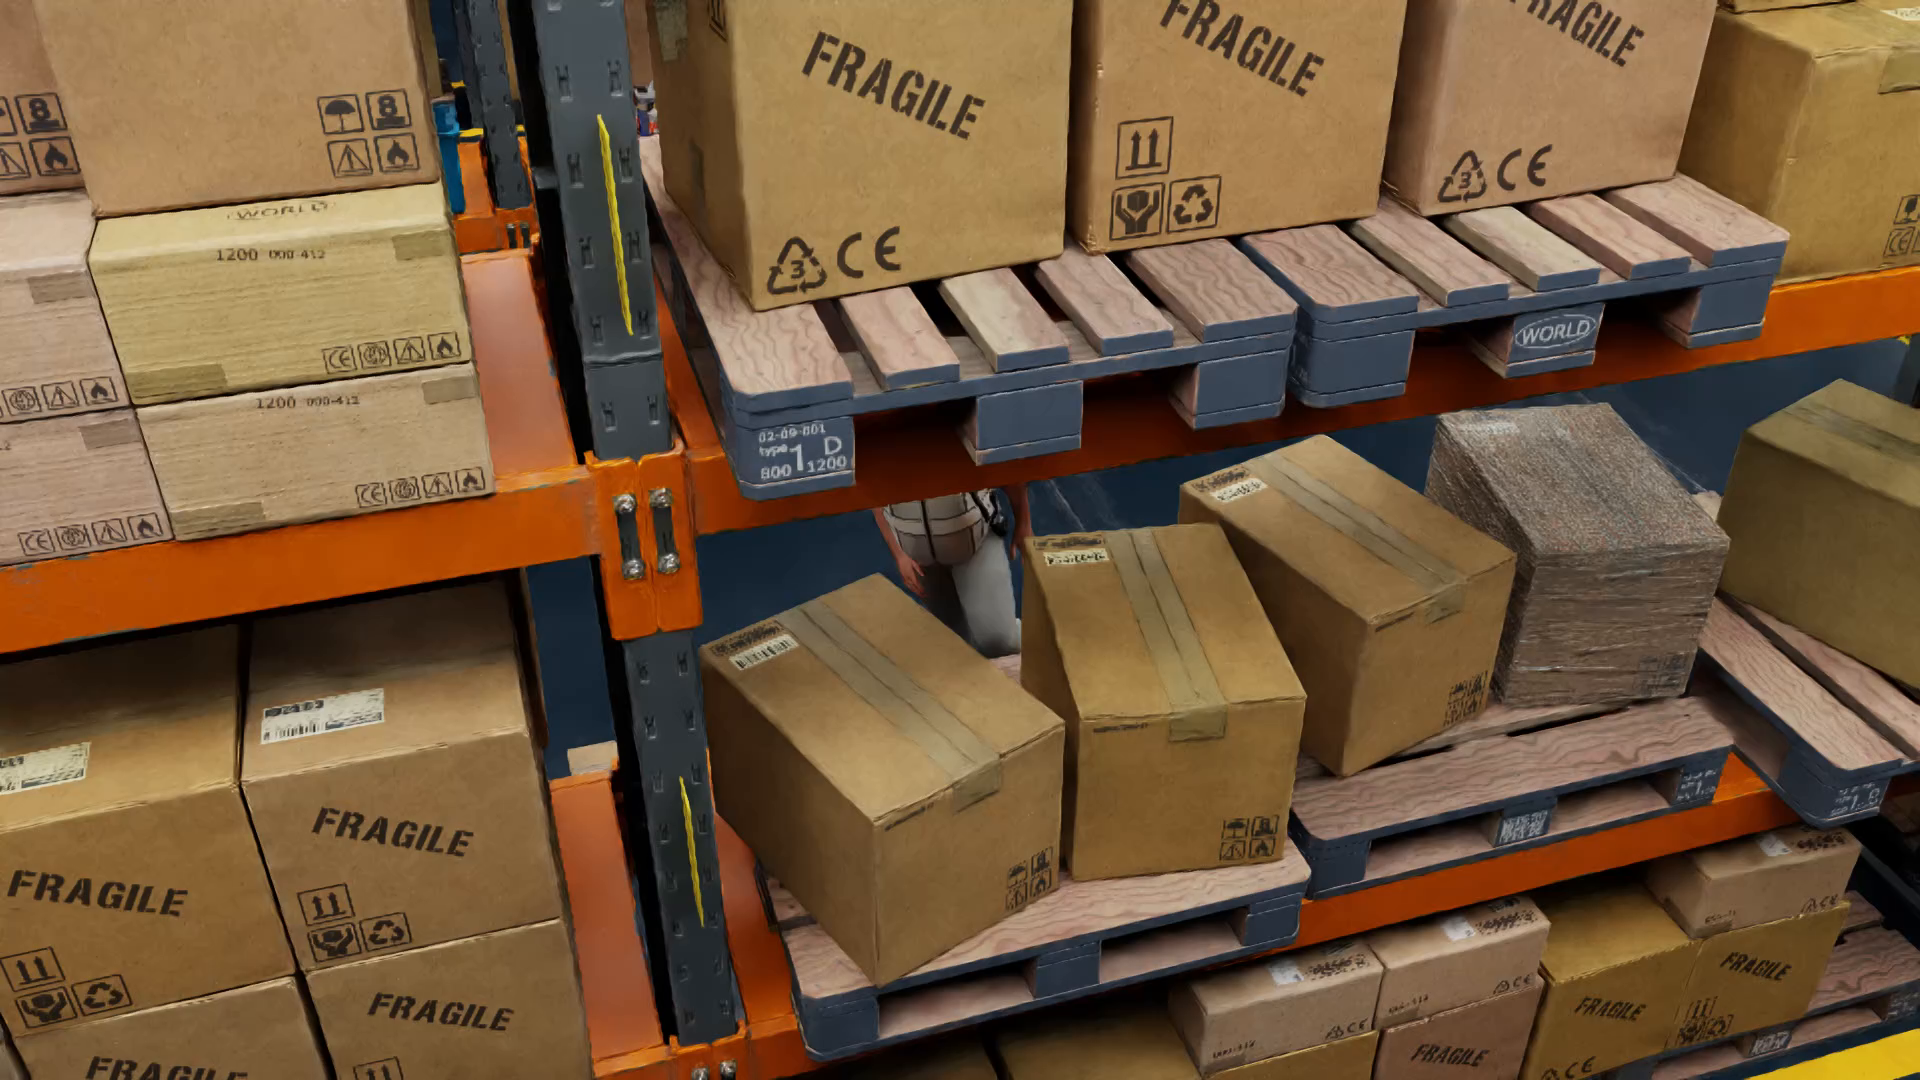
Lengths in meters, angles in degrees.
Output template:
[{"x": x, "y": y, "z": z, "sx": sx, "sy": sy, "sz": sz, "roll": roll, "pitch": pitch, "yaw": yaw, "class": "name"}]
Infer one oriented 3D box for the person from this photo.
[{"x": 0.002, "y": 0.008, "z": 6.125, "sx": 0.752, "sy": 1.709, "sz": 0.487, "roll": 5, "pitch": 34, "yaw": 7, "class": "person"}]
